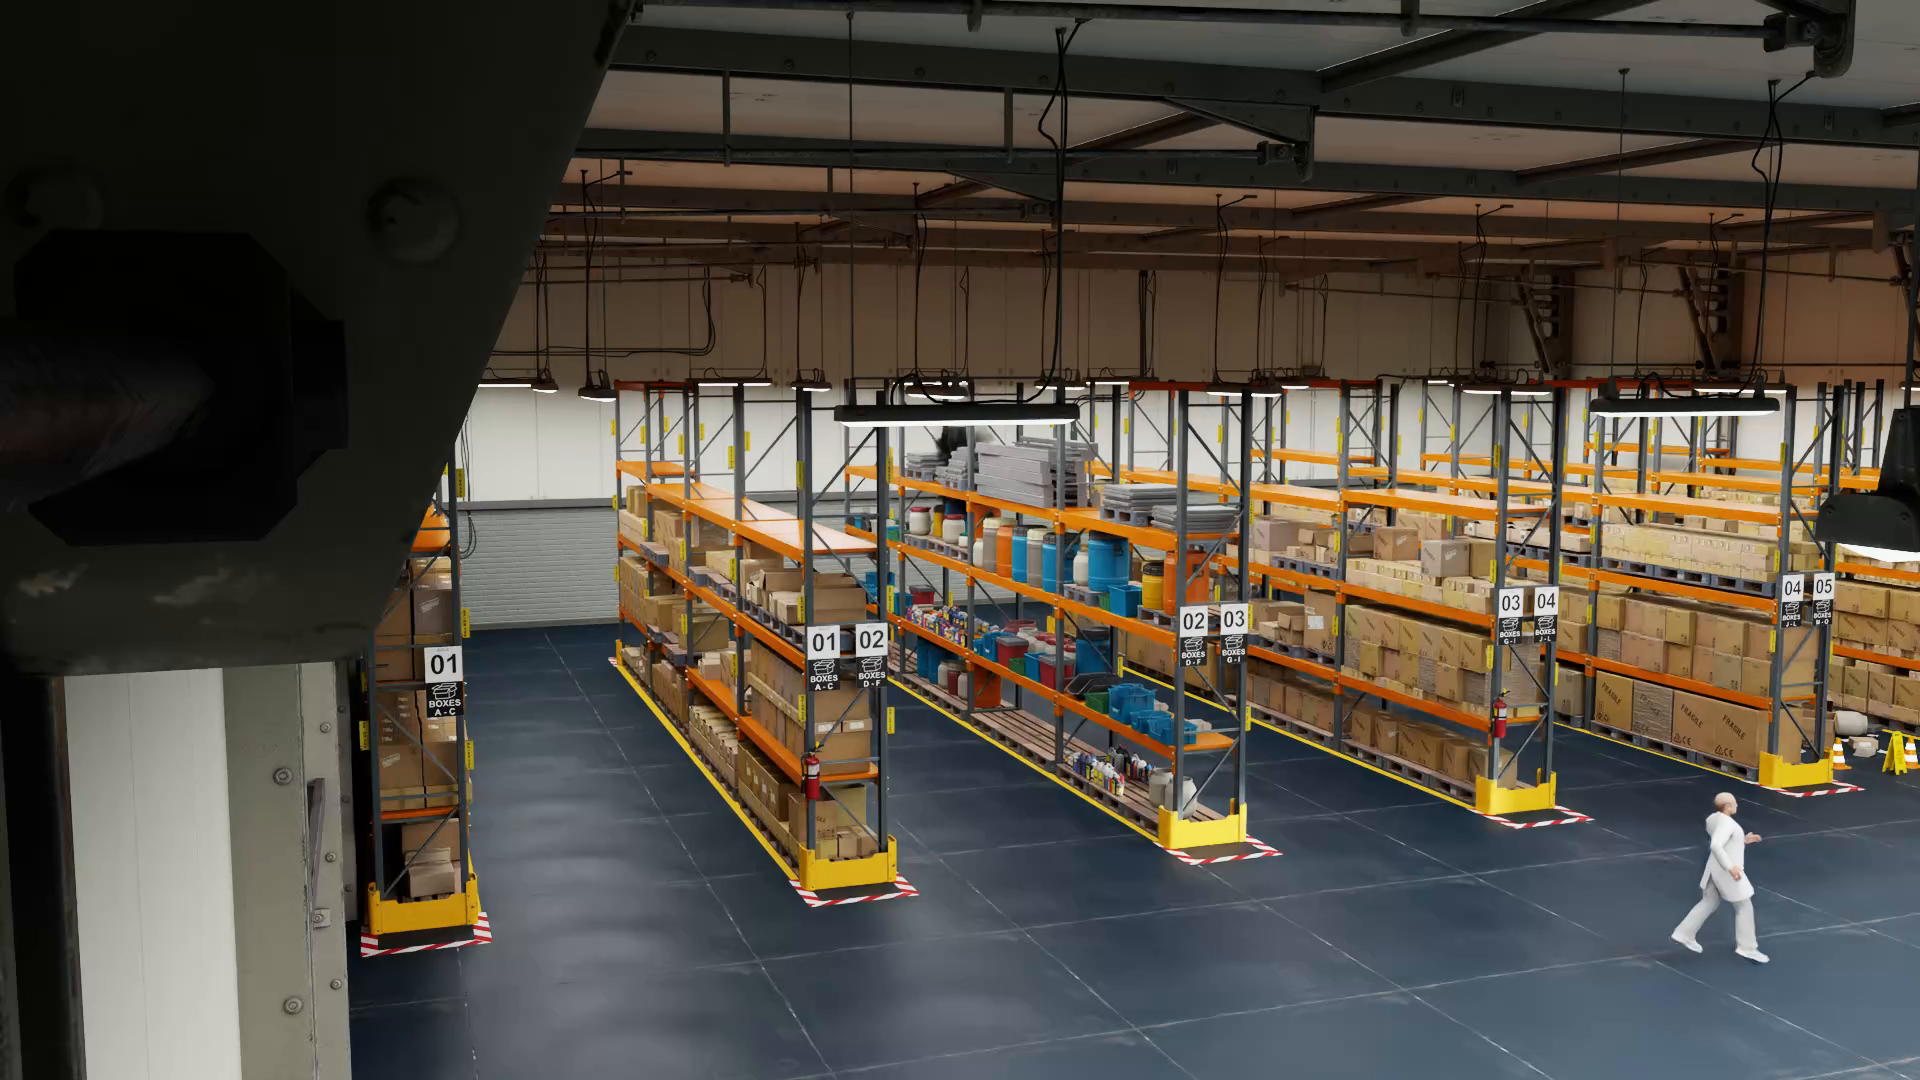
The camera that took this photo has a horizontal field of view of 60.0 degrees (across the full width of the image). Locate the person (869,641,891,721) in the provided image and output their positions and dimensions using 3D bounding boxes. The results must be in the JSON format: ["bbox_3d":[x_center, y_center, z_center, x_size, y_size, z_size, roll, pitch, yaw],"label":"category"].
[{"bbox_3d":[-1.418,2.256,28.274,0.588,1.626,0.752,-3,7,-29],"label":"person"}]

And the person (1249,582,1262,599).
[{"bbox_3d":[7.379,1.150,41.488,0.659,1.602,0.743,0,6,-2],"label":"person"}]

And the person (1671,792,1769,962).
[{"bbox_3d":[8.090,3.564,17.629,0.990,1.808,0.687,0,6,-2],"label":"person"}]

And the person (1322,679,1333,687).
[{"bbox_3d":[7.124,2.104,31.687,0.676,1.742,0.673,-4,7,-31],"label":"person"}]
